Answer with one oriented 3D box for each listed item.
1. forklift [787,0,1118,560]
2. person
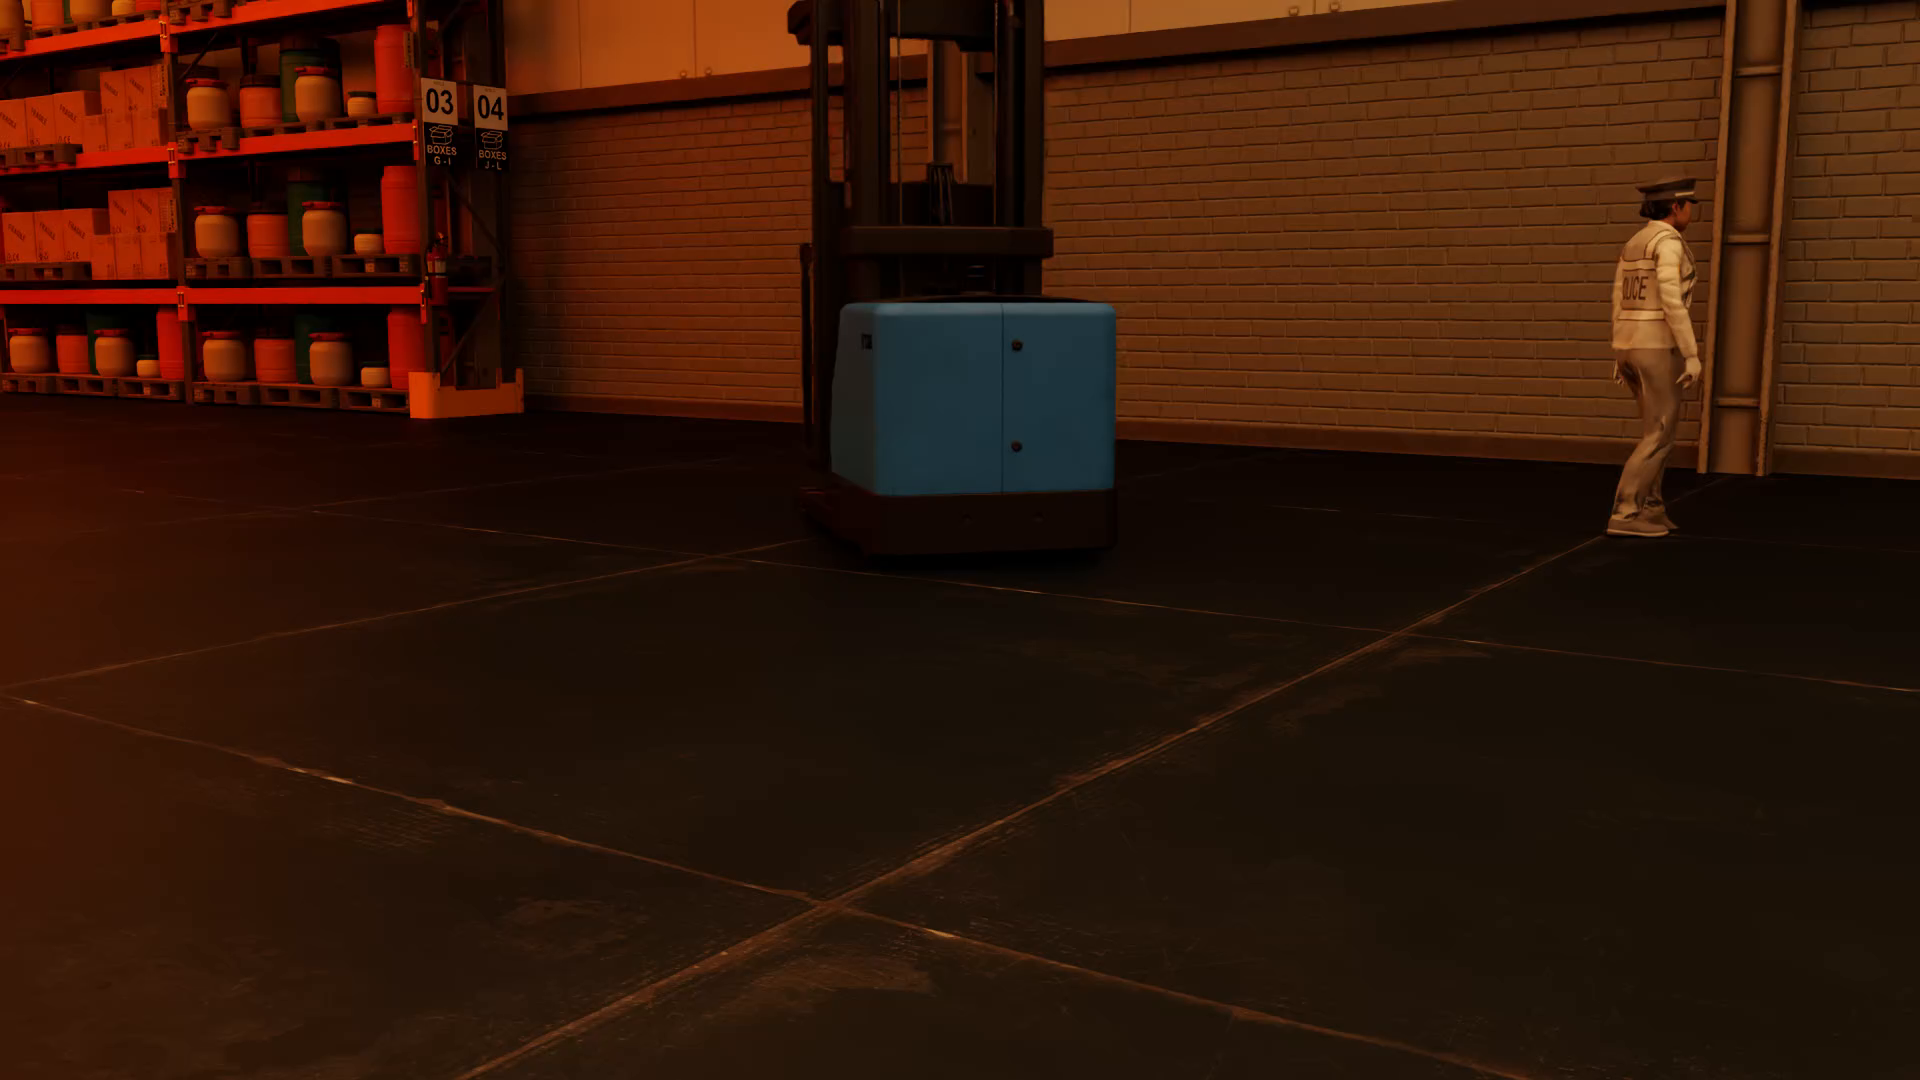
[{"bbox_3d":[-0.213,-1.538,8.011,1.130,2.935,3.031,-2,8,-15],"label":"forklift"},{"bbox_3d":[3.248,-0.825,7.685,0.506,1.701,0.573,0,8,-1],"label":"person"}]
